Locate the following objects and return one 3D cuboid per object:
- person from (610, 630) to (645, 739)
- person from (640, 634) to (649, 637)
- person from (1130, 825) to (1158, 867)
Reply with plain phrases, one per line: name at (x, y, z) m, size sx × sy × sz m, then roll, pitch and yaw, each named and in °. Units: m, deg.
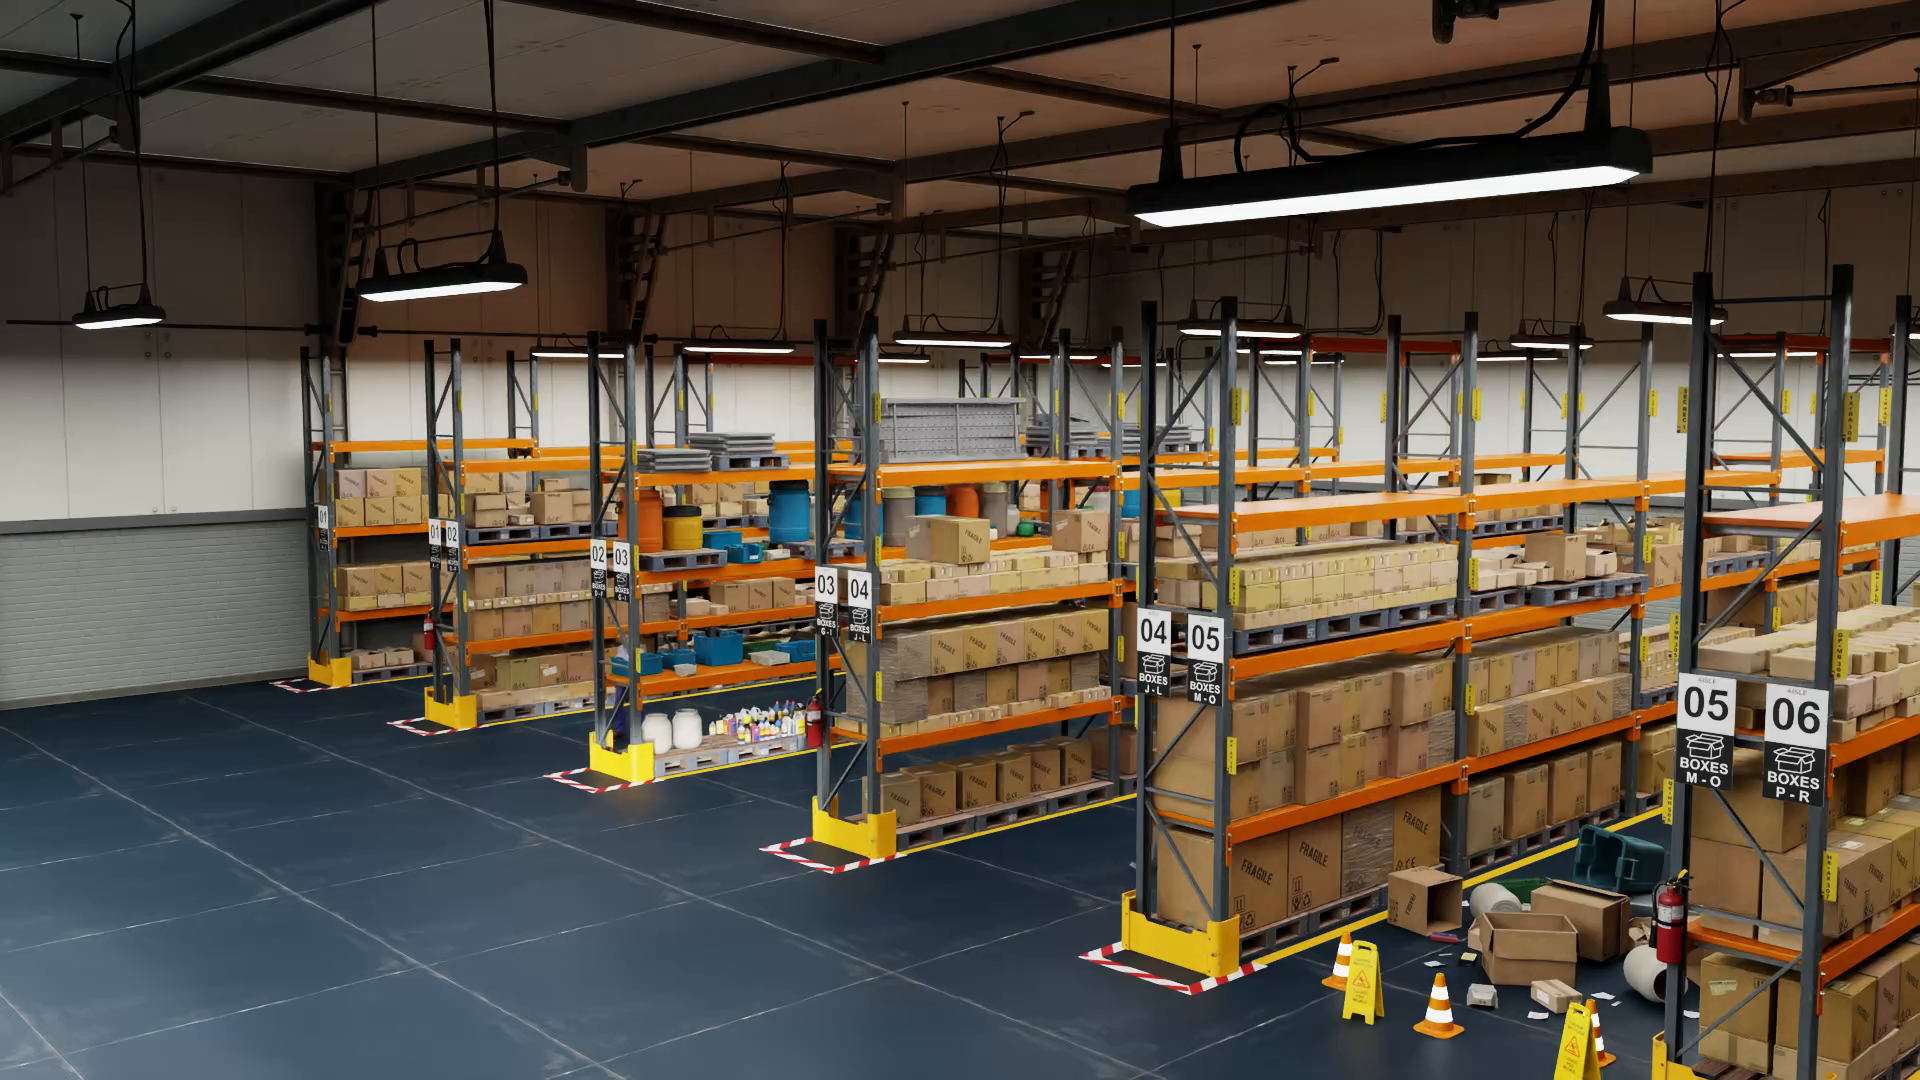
person at (-4.978, 2.183, 24.840) m, size 0.636 × 1.694 × 0.731 m, roll 2°, pitch 5°, yaw 17°
person at (-5.708, 1.652, 30.404) m, size 0.624 × 1.702 × 0.638 m, roll 4°, pitch 6°, yaw 36°
person at (2.268, 2.744, 18.073) m, size 0.935 × 1.625 × 0.456 m, roll -4°, pitch 7°, yaw -41°
